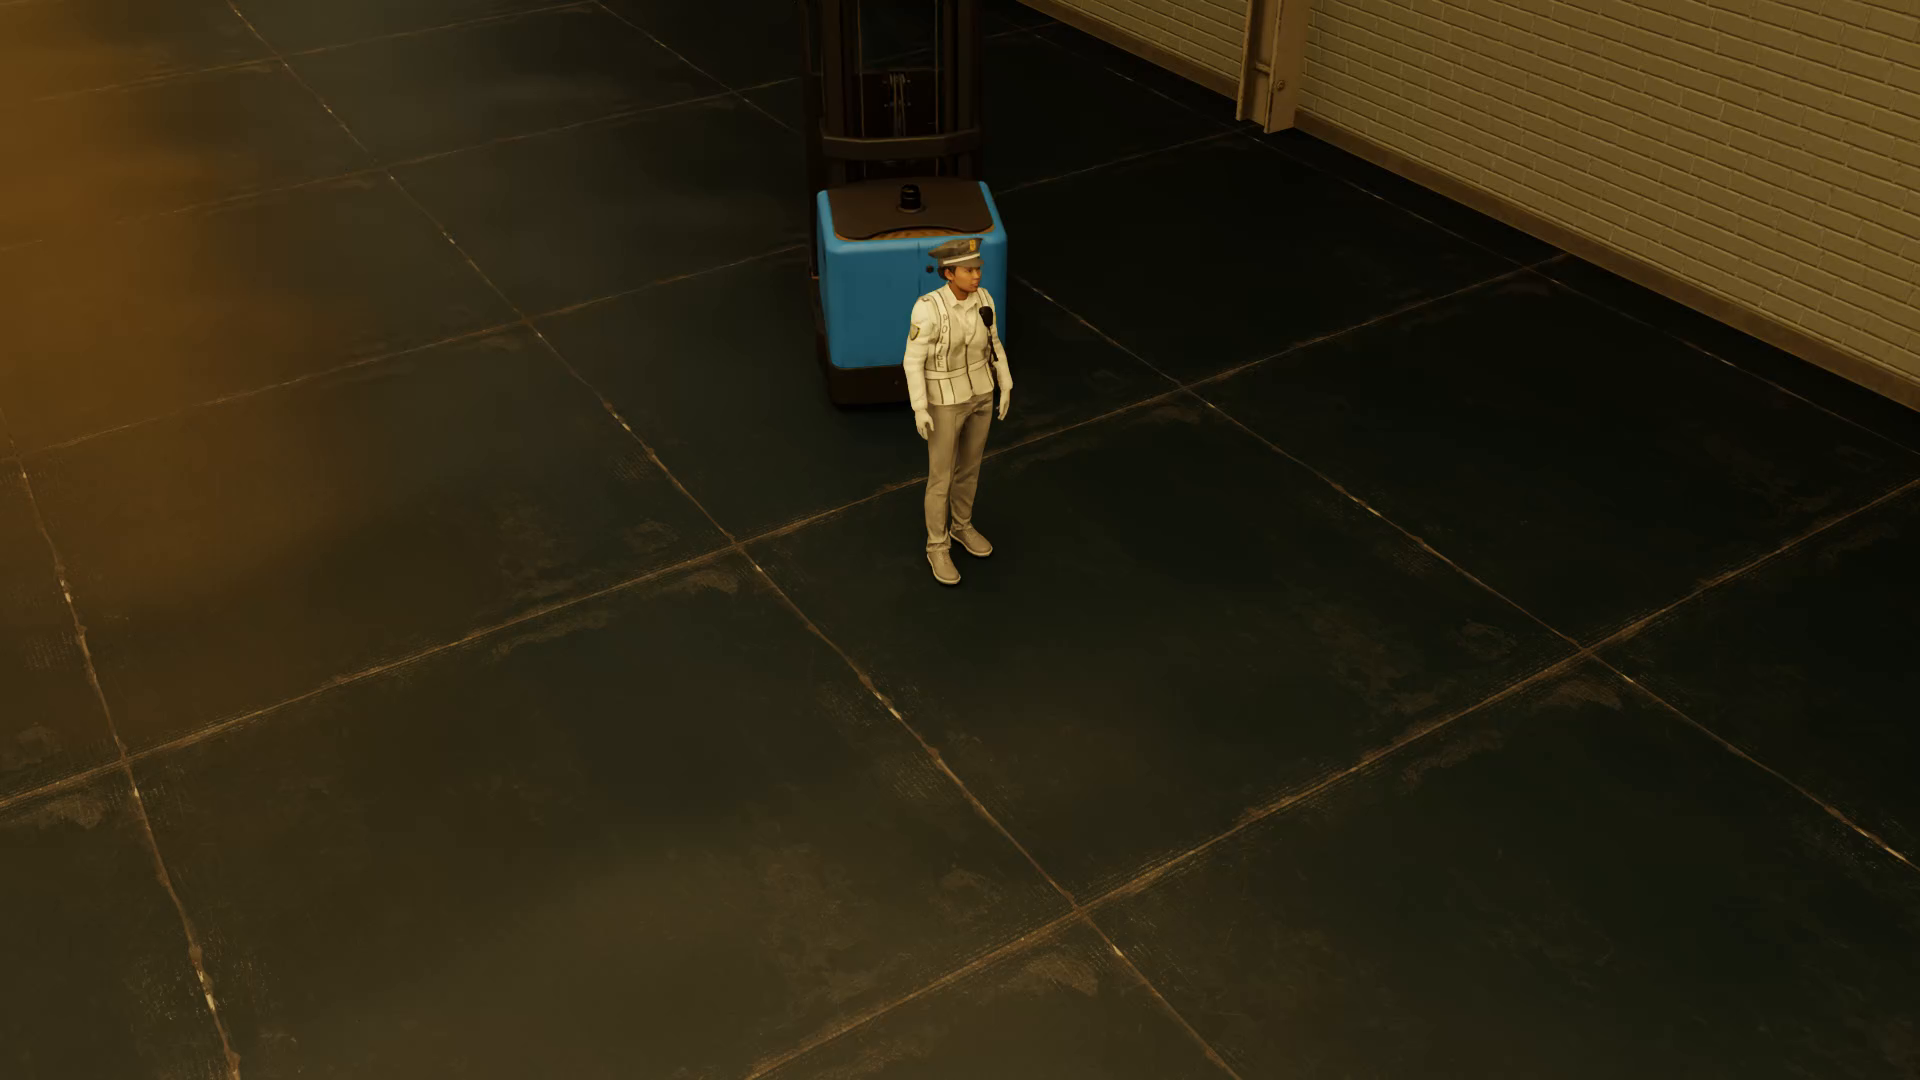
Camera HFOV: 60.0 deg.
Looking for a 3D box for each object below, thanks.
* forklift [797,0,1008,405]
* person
[{"bbox_3d":[-0.436,-2.821,10.162,1.130,2.935,3.031,-5,35,-7],"label":"forklift"},{"bbox_3d":[0.031,-0.664,8.156,0.586,1.694,0.532,-21,40,-27],"label":"person"}]
